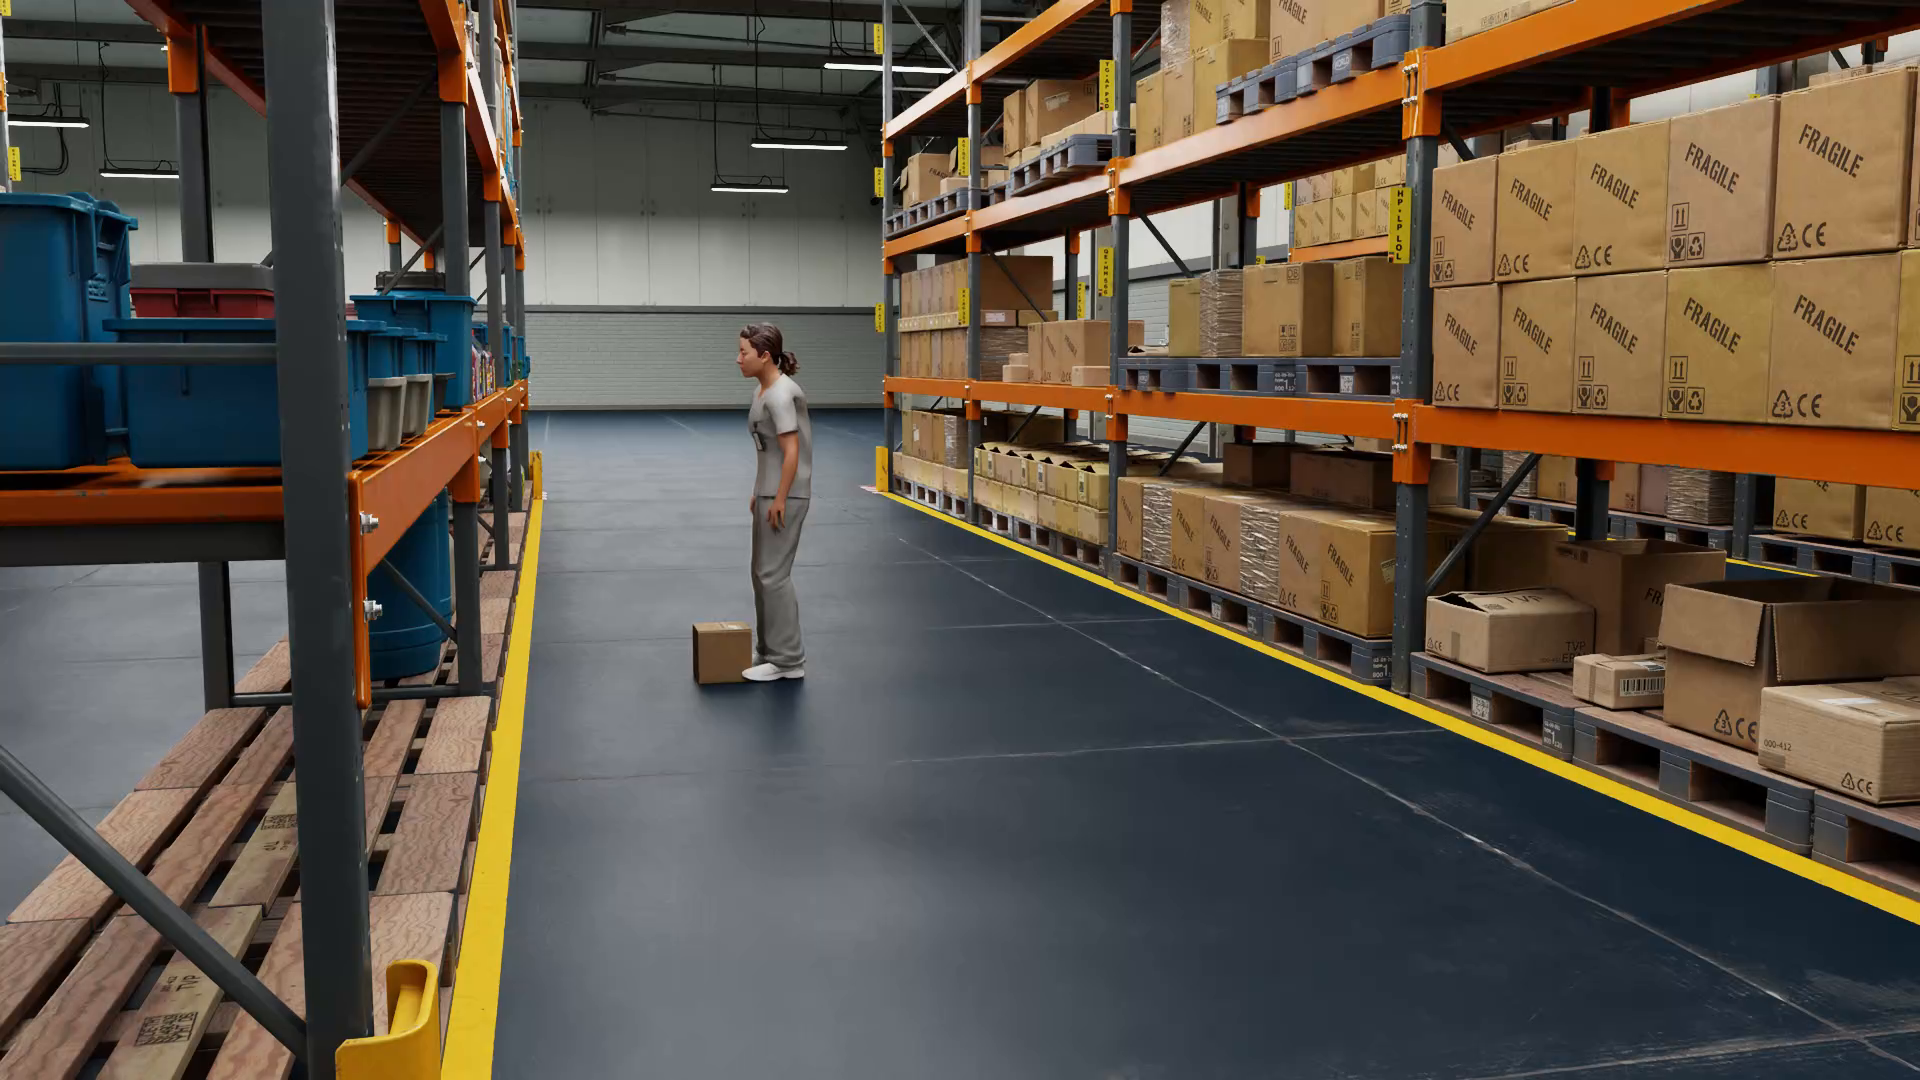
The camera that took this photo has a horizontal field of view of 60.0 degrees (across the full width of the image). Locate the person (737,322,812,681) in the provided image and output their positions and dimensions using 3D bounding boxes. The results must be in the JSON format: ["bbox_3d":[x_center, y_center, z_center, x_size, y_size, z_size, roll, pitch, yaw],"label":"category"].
[{"bbox_3d":[-0.884,-0.184,7.845,0.360,1.672,0.514,-2,6,-17],"label":"person"}]
